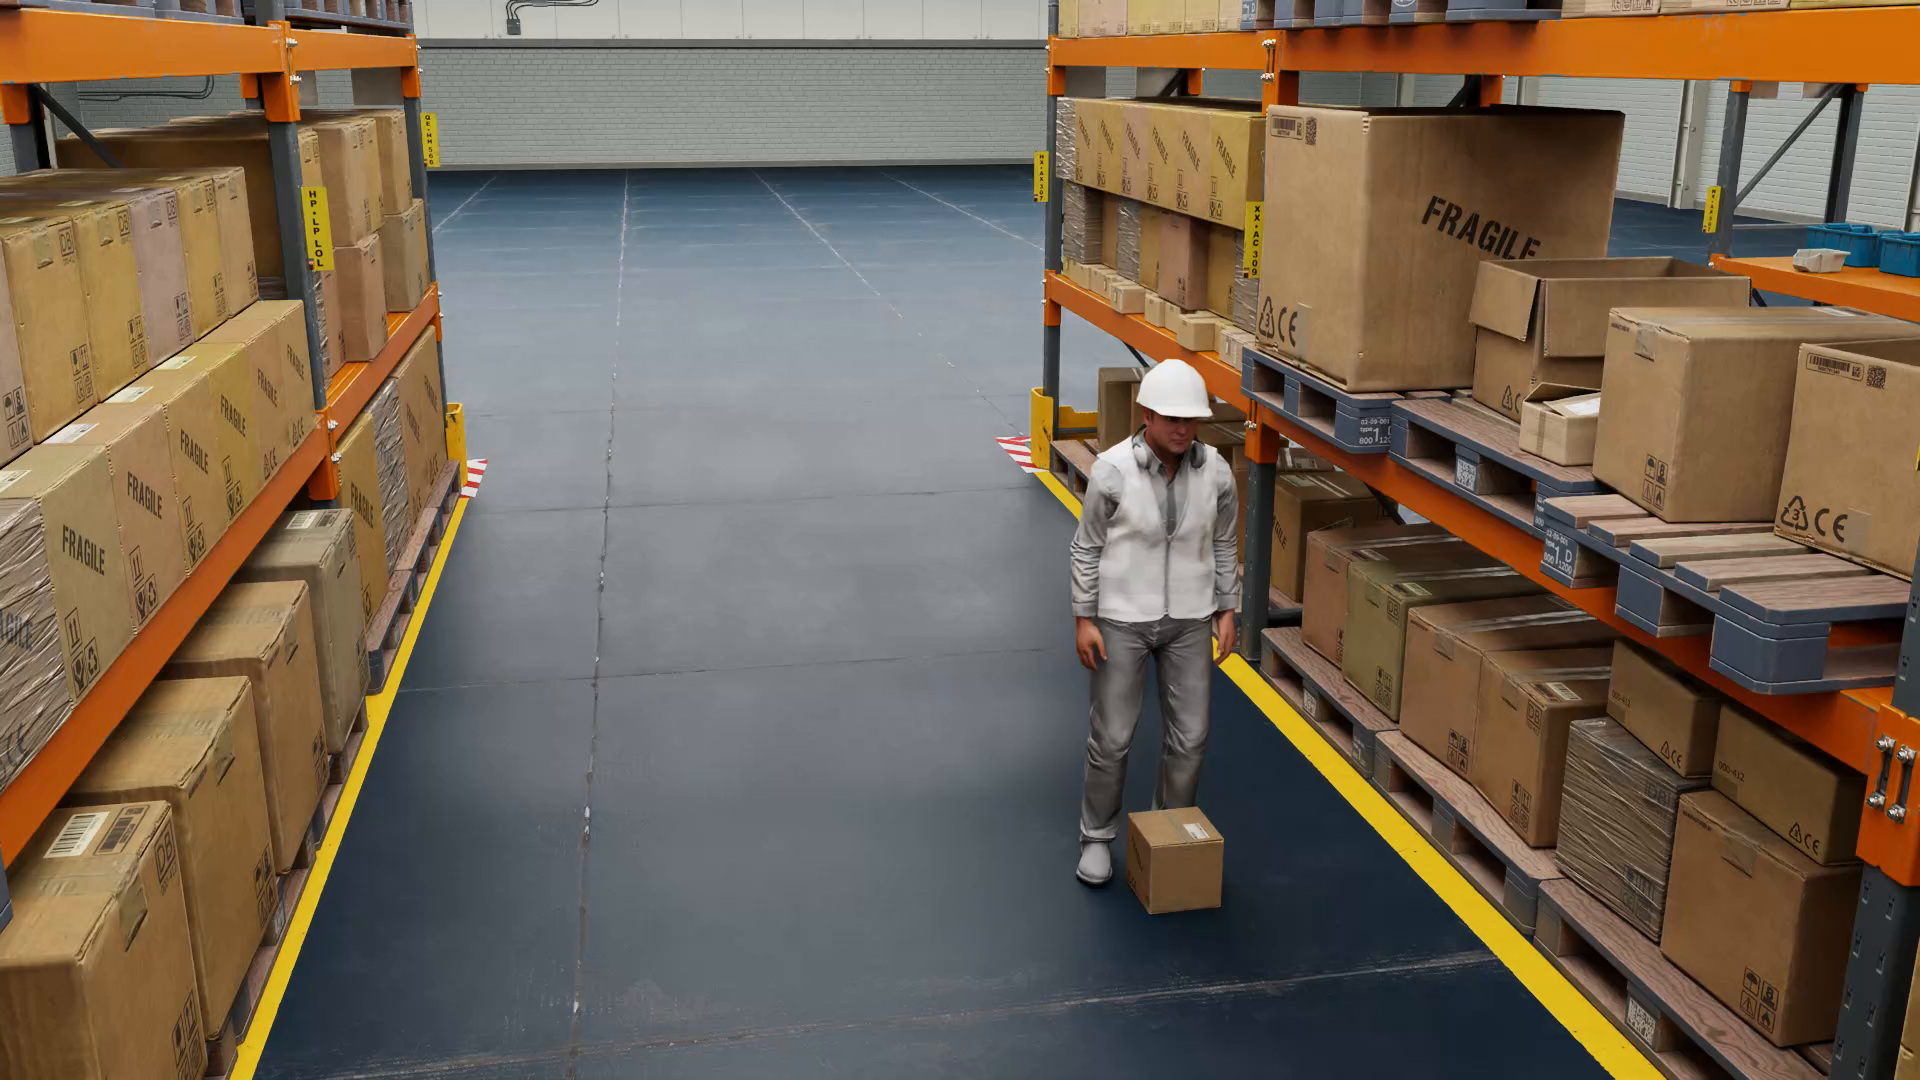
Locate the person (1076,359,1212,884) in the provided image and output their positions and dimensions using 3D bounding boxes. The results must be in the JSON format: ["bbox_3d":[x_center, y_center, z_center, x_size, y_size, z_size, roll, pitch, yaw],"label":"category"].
[{"bbox_3d":[3.905,-1.891,5.762,7.240,5.808,11.415,-3,17,-10],"label":"person"}]
